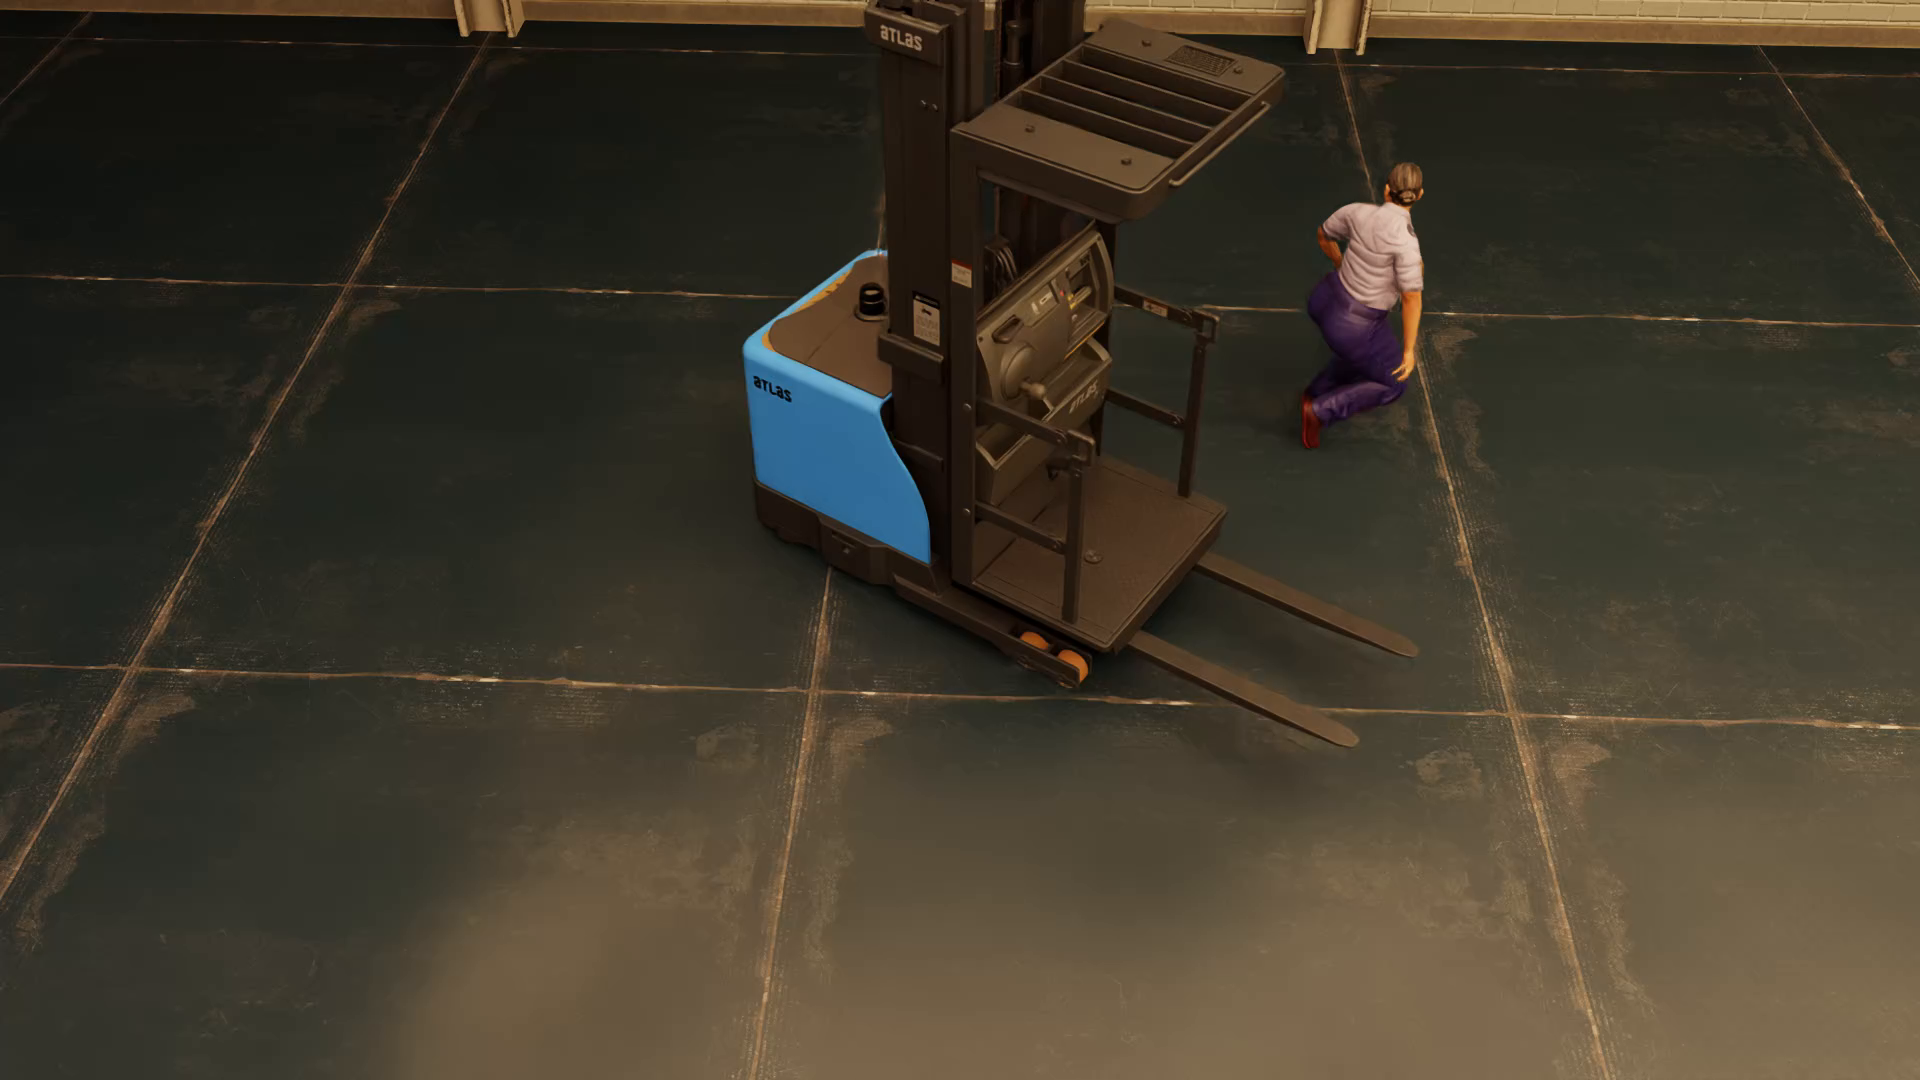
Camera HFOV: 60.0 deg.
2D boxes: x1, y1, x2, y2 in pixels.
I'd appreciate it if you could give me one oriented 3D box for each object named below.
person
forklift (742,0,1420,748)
[{"bbox_3d":[1.938,-1.099,8.071,0.559,1.468,0.841,-11,44,-12],"label":"person"},{"bbox_3d":[0.526,-0.852,6.675,3.031,2.935,1.130,25,48,25],"label":"forklift"}]
